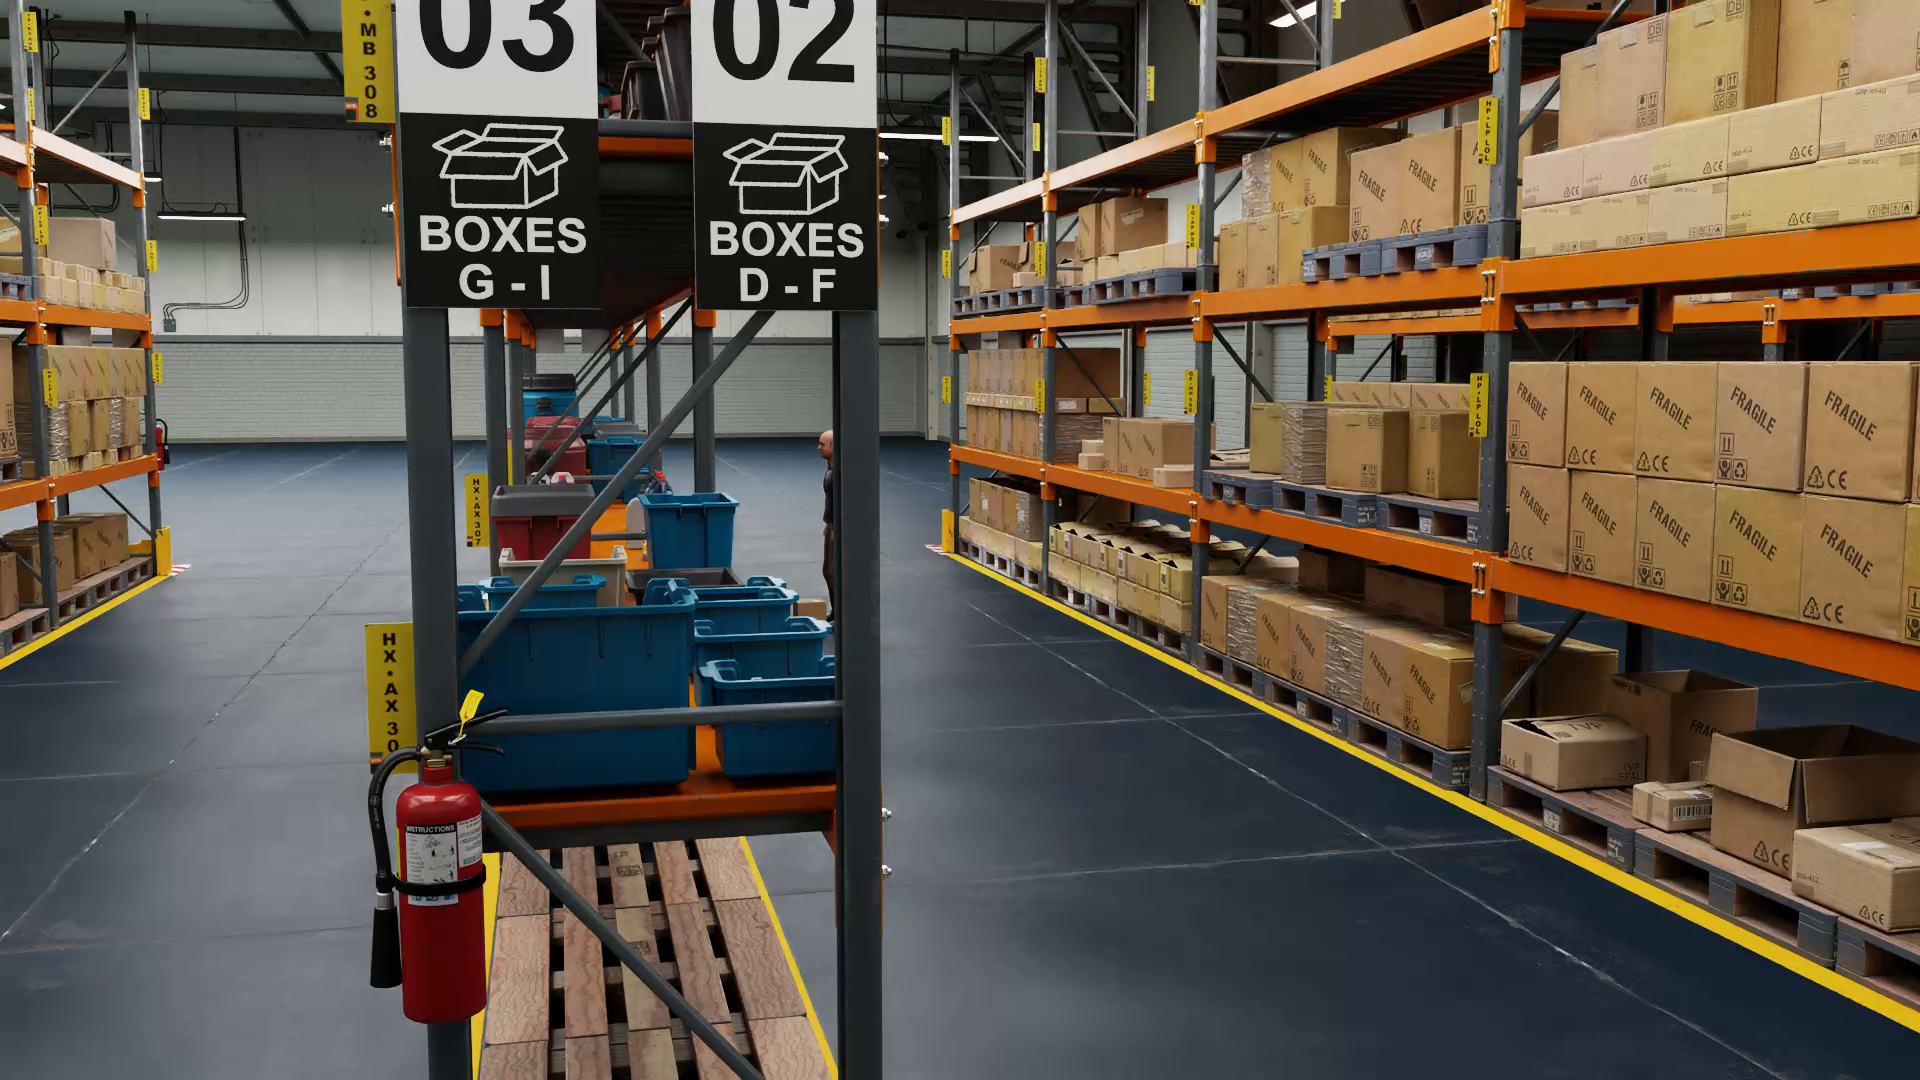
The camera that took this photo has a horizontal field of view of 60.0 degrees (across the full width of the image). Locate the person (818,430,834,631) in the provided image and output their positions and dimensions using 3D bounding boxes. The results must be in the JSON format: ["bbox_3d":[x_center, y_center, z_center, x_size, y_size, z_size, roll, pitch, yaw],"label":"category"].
[{"bbox_3d":[-1.035,-0.093,14.424,0.420,1.721,0.581,-1,6,-13],"label":"person"}]
